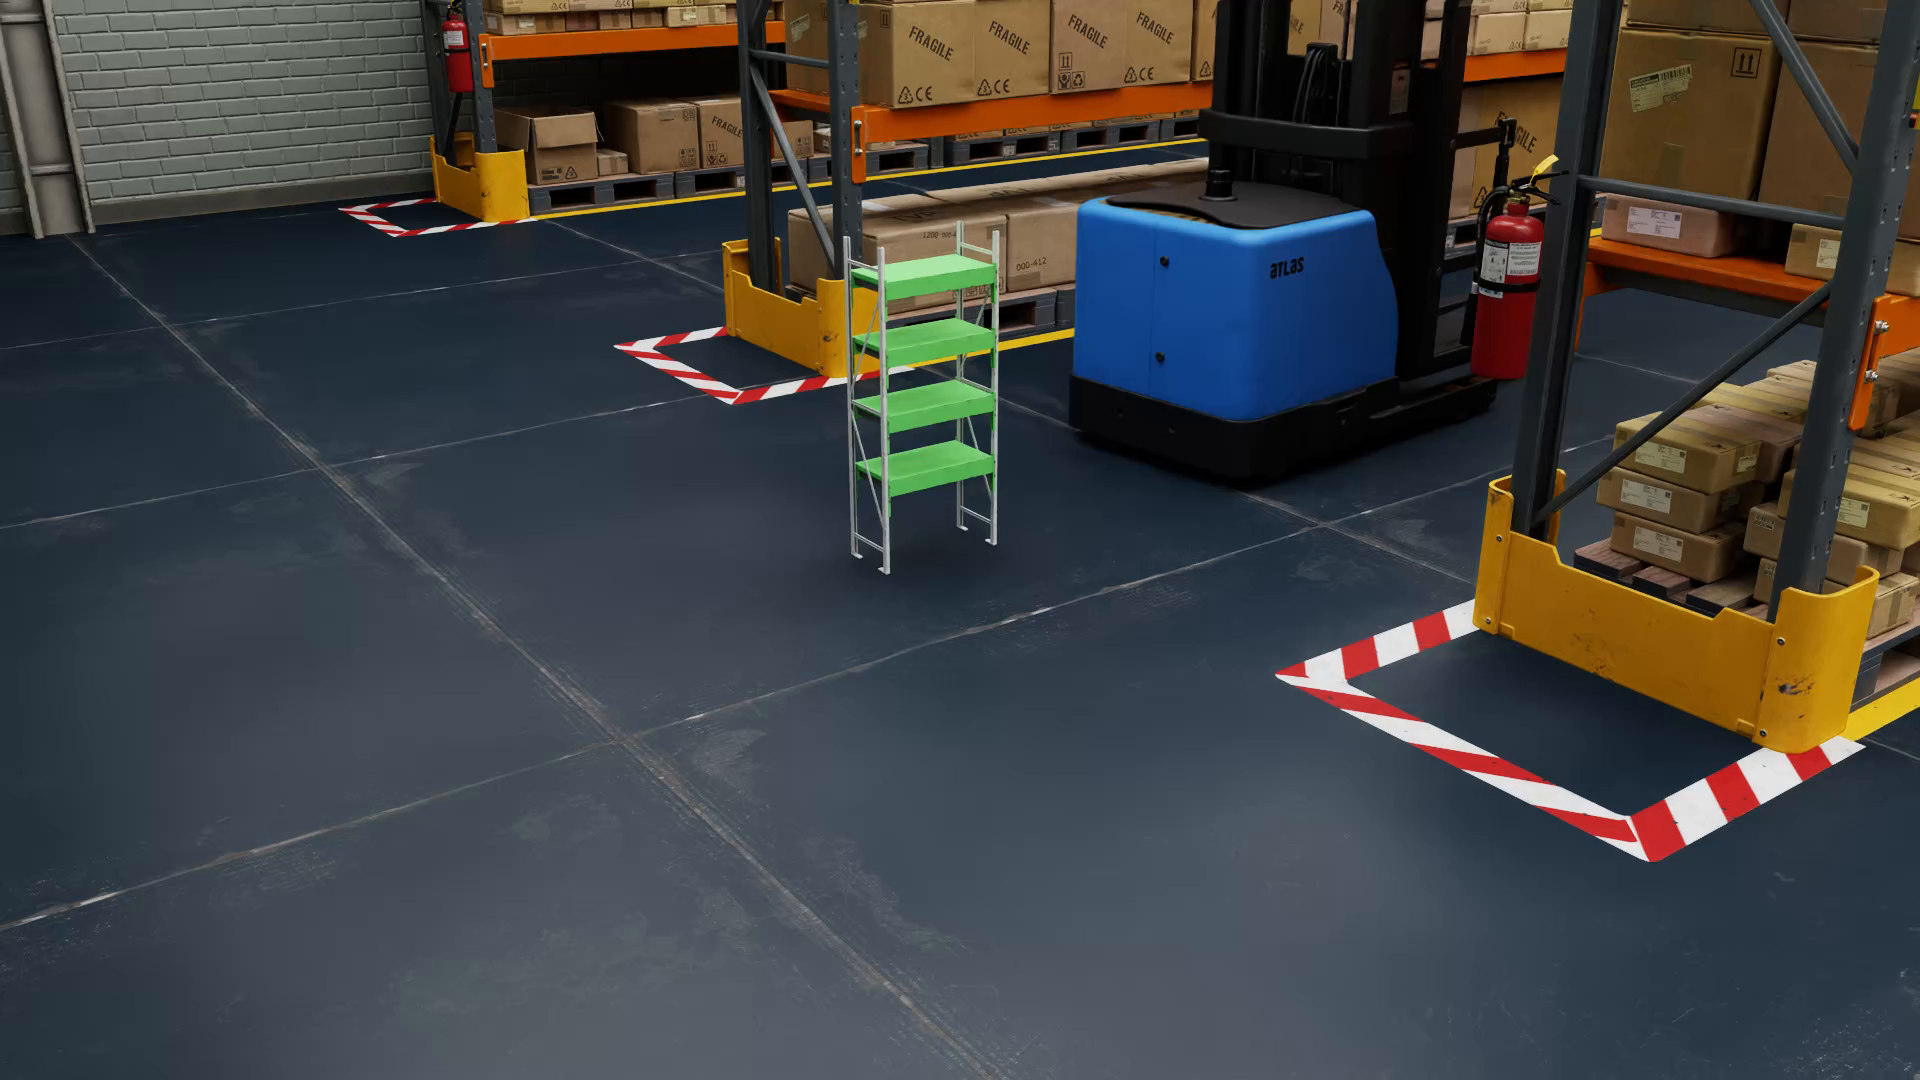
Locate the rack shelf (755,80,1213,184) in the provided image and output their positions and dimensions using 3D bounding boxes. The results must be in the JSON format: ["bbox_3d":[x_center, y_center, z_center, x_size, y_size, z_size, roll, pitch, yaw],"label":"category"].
[{"bbox_3d":[0.795,-2.523,9.642,4.000,0.370,1.077,-15,26,-33],"label":"rack shelf"}]

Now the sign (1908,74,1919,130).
[{"bbox_3d":[2.461,-1.196,4.177,0.005,0.325,0.100,-15,26,-33],"label":"sign"}]

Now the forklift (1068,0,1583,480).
[{"bbox_3d":[1.926,-2.052,7.585,3.031,2.935,1.130,-18,28,-38],"label":"forklift"}]

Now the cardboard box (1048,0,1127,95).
[{"bbox_3d":[0.546,-2.711,9.007,0.500,0.500,0.500,-15,26,-33],"label":"cardboard box"}]

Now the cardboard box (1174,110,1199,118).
[{"bbox_3d":[2.133,-4.421,16.234,0.500,0.500,0.500,-15,26,-34],"label":"cardboard box"}]

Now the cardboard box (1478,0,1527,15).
[{"bbox_3d":[3.347,-3.584,10.859,0.500,0.250,0.500,-14,26,-32],"label":"cardboard box"}]

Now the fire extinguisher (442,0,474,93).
[{"bbox_3d":[-3.580,-3.537,11.820,0.183,0.674,0.296,-15,26,-33],"label":"fire extinguisher"}]

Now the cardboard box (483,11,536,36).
[{"bbox_3d":[-3.304,-3.789,12.182,0.250,0.149,0.380,-15,26,-33],"label":"cardboard box"}]

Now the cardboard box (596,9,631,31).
[{"bbox_3d":[-2.690,-3.961,12.615,0.250,0.149,0.380,-14,26,-31],"label":"cardboard box"}]

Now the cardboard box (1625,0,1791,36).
[{"bbox_3d":[2.370,-1.780,4.924,0.500,0.500,0.500,-16,27,-34],"label":"cardboard box"}]

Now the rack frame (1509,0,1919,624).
[{"bbox_3d":[2.144,-0.957,4.747,0.127,3.000,1.000,-15,26,-33],"label":"rack frame"}]

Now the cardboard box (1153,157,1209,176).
[{"bbox_3d":[1.846,-2.191,10.731,0.875,0.438,0.875,-15,26,-34],"label":"cardboard box"}]

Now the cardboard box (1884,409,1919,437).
[{"bbox_3d":[3.354,-0.306,5.593,0.250,0.149,0.380,-16,27,-35],"label":"cardboard box"}]

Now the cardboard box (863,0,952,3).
[{"bbox_3d":[-0.273,-2.953,8.266,0.500,0.500,0.500,-16,27,-34],"label":"cardboard box"}]

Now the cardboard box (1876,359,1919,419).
[{"bbox_3d":[3.511,-0.562,6.234,0.250,0.149,0.380,-16,27,-35],"label":"cardboard box"}]

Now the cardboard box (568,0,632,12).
[{"bbox_3d":[-2.796,-4.112,12.454,0.500,0.250,0.500,-15,26,-32],"label":"cardboard box"}]

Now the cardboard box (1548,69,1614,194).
[{"bbox_3d":[4.330,-3.048,12.287,0.875,0.875,0.875,-15,26,-32],"label":"cardboard box"}]

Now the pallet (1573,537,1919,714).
[{"bbox_3d":[2.886,0.157,5.719,1.213,0.211,1.003,-15,26,-33],"label":"pallet"}]

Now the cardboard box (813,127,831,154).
[{"bbox_3d":[-1.054,-3.421,14.046,0.258,0.266,0.396,-14,26,-31],"label":"cardboard box"}]

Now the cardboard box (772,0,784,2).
[{"bbox_3d":[-1.565,-4.450,13.303,0.500,0.250,0.500,-15,26,-33],"label":"cardboard box"}]

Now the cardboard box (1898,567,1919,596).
[{"bbox_3d":[2.921,0.074,5.444,0.250,0.149,0.380,-15,26,-33],"label":"cardboard box"}]

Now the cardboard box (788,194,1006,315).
[{"bbox_3d":[-0.351,-1.602,9.255,0.875,0.438,0.875,-16,27,-35],"label":"cardboard box"}]

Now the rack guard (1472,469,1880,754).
[{"bbox_3d":[2.206,0.188,5.251,0.348,0.500,1.175,-15,26,-33],"label":"rack guard"}]

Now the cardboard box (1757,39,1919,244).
[{"bbox_3d":[2.670,-1.155,4.709,0.500,0.500,0.500,-14,25,-30],"label":"cardboard box"}]

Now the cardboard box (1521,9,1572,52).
[{"bbox_3d":[3.774,-3.455,11.209,0.500,0.250,0.500,-15,26,-33],"label":"cardboard box"}]

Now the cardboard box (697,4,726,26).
[{"bbox_3d":[-2.027,-4.116,13.002,0.250,0.149,0.380,-14,26,-32],"label":"cardboard box"}]

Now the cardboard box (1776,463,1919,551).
[{"bbox_3d":[2.768,-0.115,5.115,0.250,0.149,0.380,-16,27,-35],"label":"cardboard box"}]

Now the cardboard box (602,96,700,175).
[{"bbox_3d":[-2.462,-3.228,13.244,0.500,0.500,0.700,-14,26,-31],"label":"cardboard box"}]

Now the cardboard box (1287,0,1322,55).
[{"bbox_3d":[1.777,-3.046,9.848,0.500,0.500,0.500,-16,27,-34],"label":"cardboard box"}]

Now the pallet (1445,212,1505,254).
[{"bbox_3d":[3.001,-2.185,11.586,1.213,0.211,1.003,-15,26,-33],"label":"pallet"}]

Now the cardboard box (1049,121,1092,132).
[{"bbox_3d":[0.875,-4.078,15.376,0.500,0.500,0.500,-16,27,-34],"label":"cardboard box"}]

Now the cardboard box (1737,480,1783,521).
[{"bbox_3d":[2.650,-0.206,5.745,0.250,0.149,0.380,-16,27,-34],"label":"cardboard box"}]

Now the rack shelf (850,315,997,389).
[{"bbox_3d":[-0.134,-0.685,6.019,0.480,0.148,0.258,-15,26,-33],"label":"rack shelf"}]

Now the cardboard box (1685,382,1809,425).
[{"bbox_3d":[2.799,-0.426,5.895,0.250,0.149,0.380,-16,27,-34],"label":"cardboard box"}]

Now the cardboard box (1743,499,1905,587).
[{"bbox_3d":[2.719,-0.002,5.233,0.250,0.149,0.380,-14,26,-31],"label":"cardboard box"}]

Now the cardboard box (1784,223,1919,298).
[{"bbox_3d":[2.599,-0.812,4.722,0.250,0.149,0.380,-15,26,-33],"label":"cardboard box"}]

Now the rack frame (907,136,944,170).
[{"bbox_3d":[-0.484,-4.782,14.334,0.127,3.000,1.000,-15,26,-33],"label":"rack frame"}]

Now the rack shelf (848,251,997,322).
[{"bbox_3d":[-0.134,-0.908,5.930,0.480,0.148,0.258,-15,26,-33],"label":"rack shelf"}]

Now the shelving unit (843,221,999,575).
[{"bbox_3d":[-0.134,-0.521,6.084,0.503,1.200,0.258,-15,26,-33],"label":"shelving unit"}]

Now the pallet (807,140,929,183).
[{"bbox_3d":[-1.042,-3.339,14.479,1.213,0.211,1.003,-15,26,-33],"label":"pallet"}]

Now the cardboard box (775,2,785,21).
[{"bbox_3d":[-1.410,-4.282,13.419,0.250,0.149,0.380,-15,26,-34],"label":"cardboard box"}]

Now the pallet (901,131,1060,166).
[{"bbox_3d":[0.155,-3.675,15.321,1.213,0.211,1.003,-15,26,-33],"label":"pallet"}]
